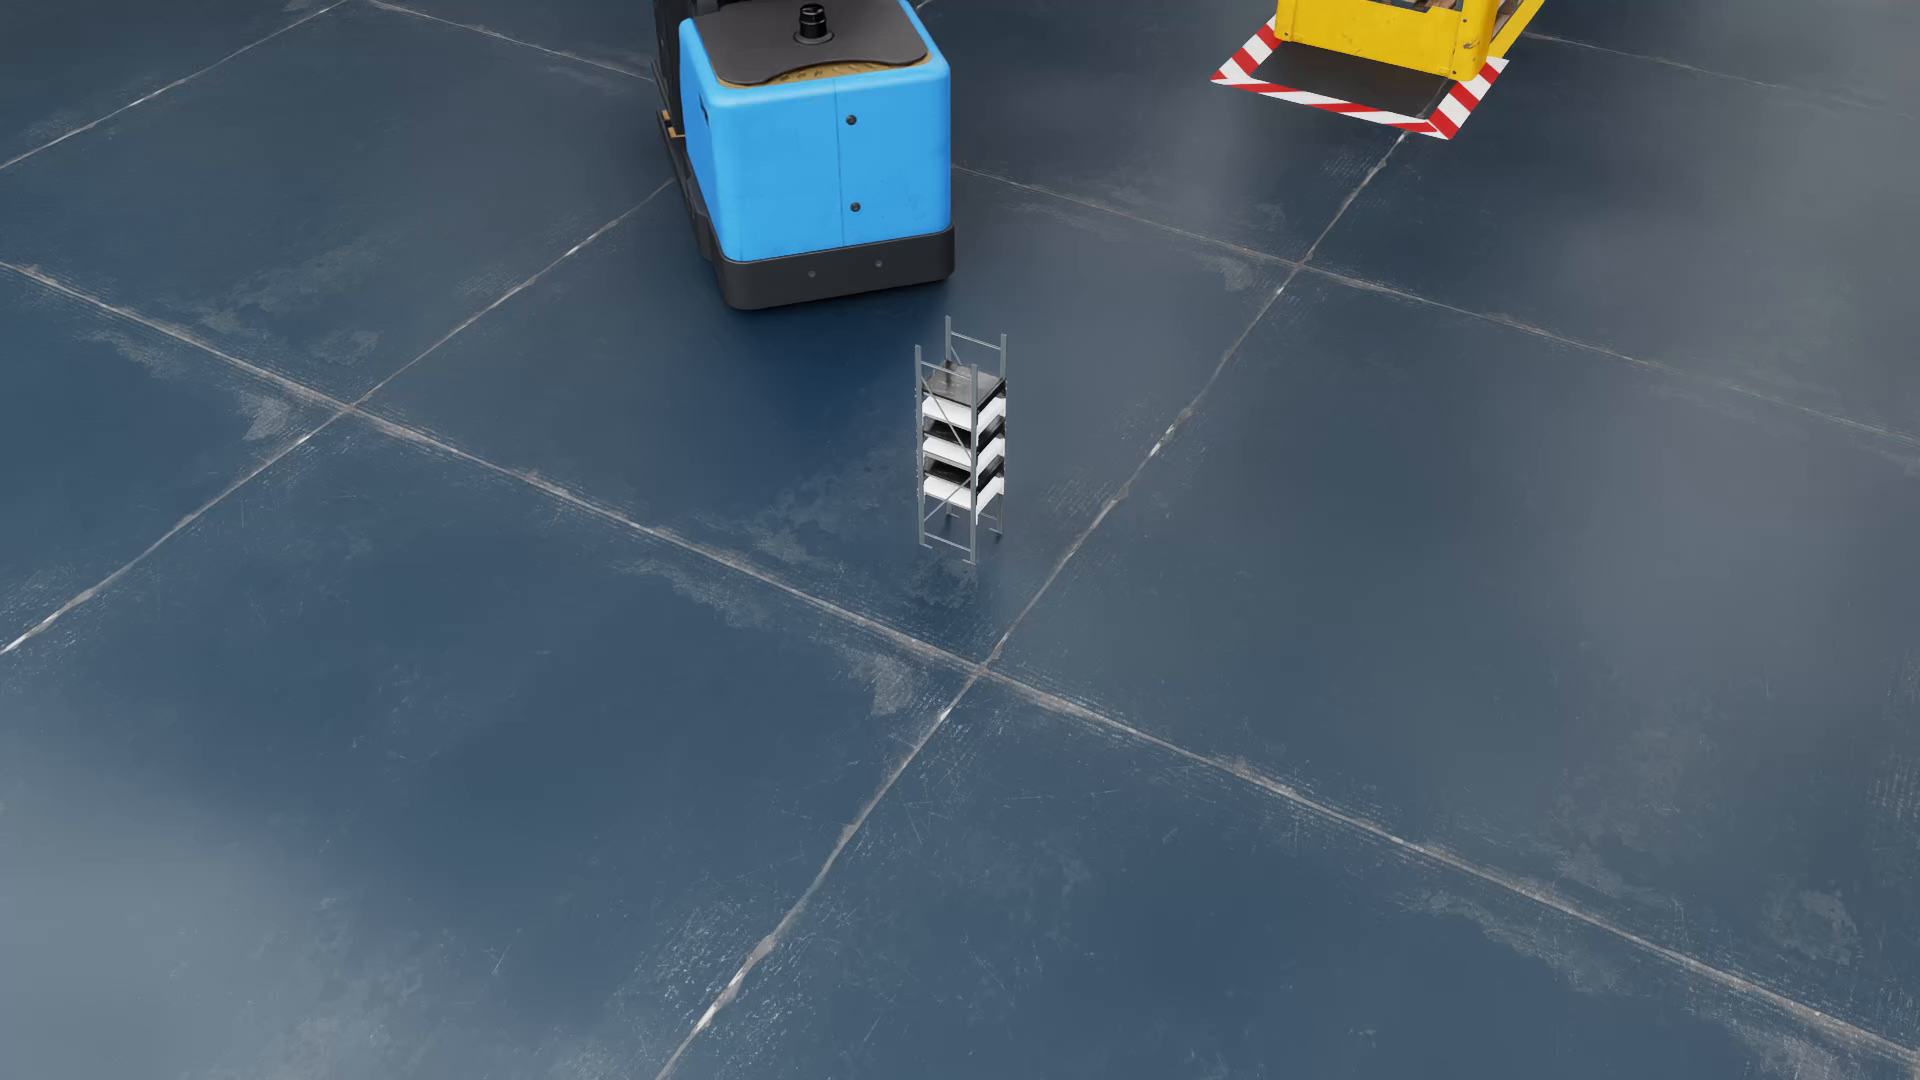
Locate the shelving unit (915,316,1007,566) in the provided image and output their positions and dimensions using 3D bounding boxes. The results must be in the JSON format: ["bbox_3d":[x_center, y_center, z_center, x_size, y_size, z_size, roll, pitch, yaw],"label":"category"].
[{"bbox_3d":[0.004,-0.342,5.958,0.258,0.900,0.210,21,45,22],"label":"shelving unit"}]

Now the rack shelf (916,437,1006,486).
[{"bbox_3d":[0.004,-0.317,5.980,0.258,0.077,0.200,21,45,22],"label":"rack shelf"}]

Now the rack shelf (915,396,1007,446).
[{"bbox_3d":[0.004,-0.452,5.861,0.258,0.077,0.200,21,45,22],"label":"rack shelf"}]

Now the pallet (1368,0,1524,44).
[{"bbox_3d":[2.803,-3.318,9.858,1.003,0.211,1.213,21,45,22],"label":"pallet"}]

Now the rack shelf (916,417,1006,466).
[{"bbox_3d":[0.004,-0.385,5.920,0.258,0.077,0.200,21,45,22],"label":"rack shelf"}]

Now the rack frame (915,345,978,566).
[{"bbox_3d":[-0.047,-0.284,5.892,0.240,0.900,0.006,21,45,22],"label":"rack frame"}]

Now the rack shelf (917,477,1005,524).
[{"bbox_3d":[0.004,-0.182,6.099,0.258,0.077,0.200,21,45,22],"label":"rack shelf"}]

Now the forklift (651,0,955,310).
[{"bbox_3d":[-0.930,-3.093,7.544,1.130,2.935,3.031,-11,43,-12],"label":"forklift"}]

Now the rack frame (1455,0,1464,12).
[{"bbox_3d":[2.328,-3.868,8.372,1.000,3.000,0.127,21,45,22],"label":"rack frame"}]

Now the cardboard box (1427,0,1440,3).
[{"bbox_3d":[2.655,-3.439,9.459,0.500,0.500,0.500,30,49,29],"label":"cardboard box"}]

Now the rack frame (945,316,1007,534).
[{"bbox_3d":[0.055,-0.401,6.024,0.240,0.900,0.006,21,45,22],"label":"rack frame"}]

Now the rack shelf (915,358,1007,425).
[{"bbox_3d":[0.004,-0.520,5.801,0.258,0.077,0.200,21,45,22],"label":"rack shelf"}]

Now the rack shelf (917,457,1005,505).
[{"bbox_3d":[0.004,-0.250,6.039,0.258,0.077,0.200,21,45,22],"label":"rack shelf"}]

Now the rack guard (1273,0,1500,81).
[{"bbox_3d":[2.366,-2.973,9.248,1.175,0.500,0.348,21,45,22],"label":"rack guard"}]
